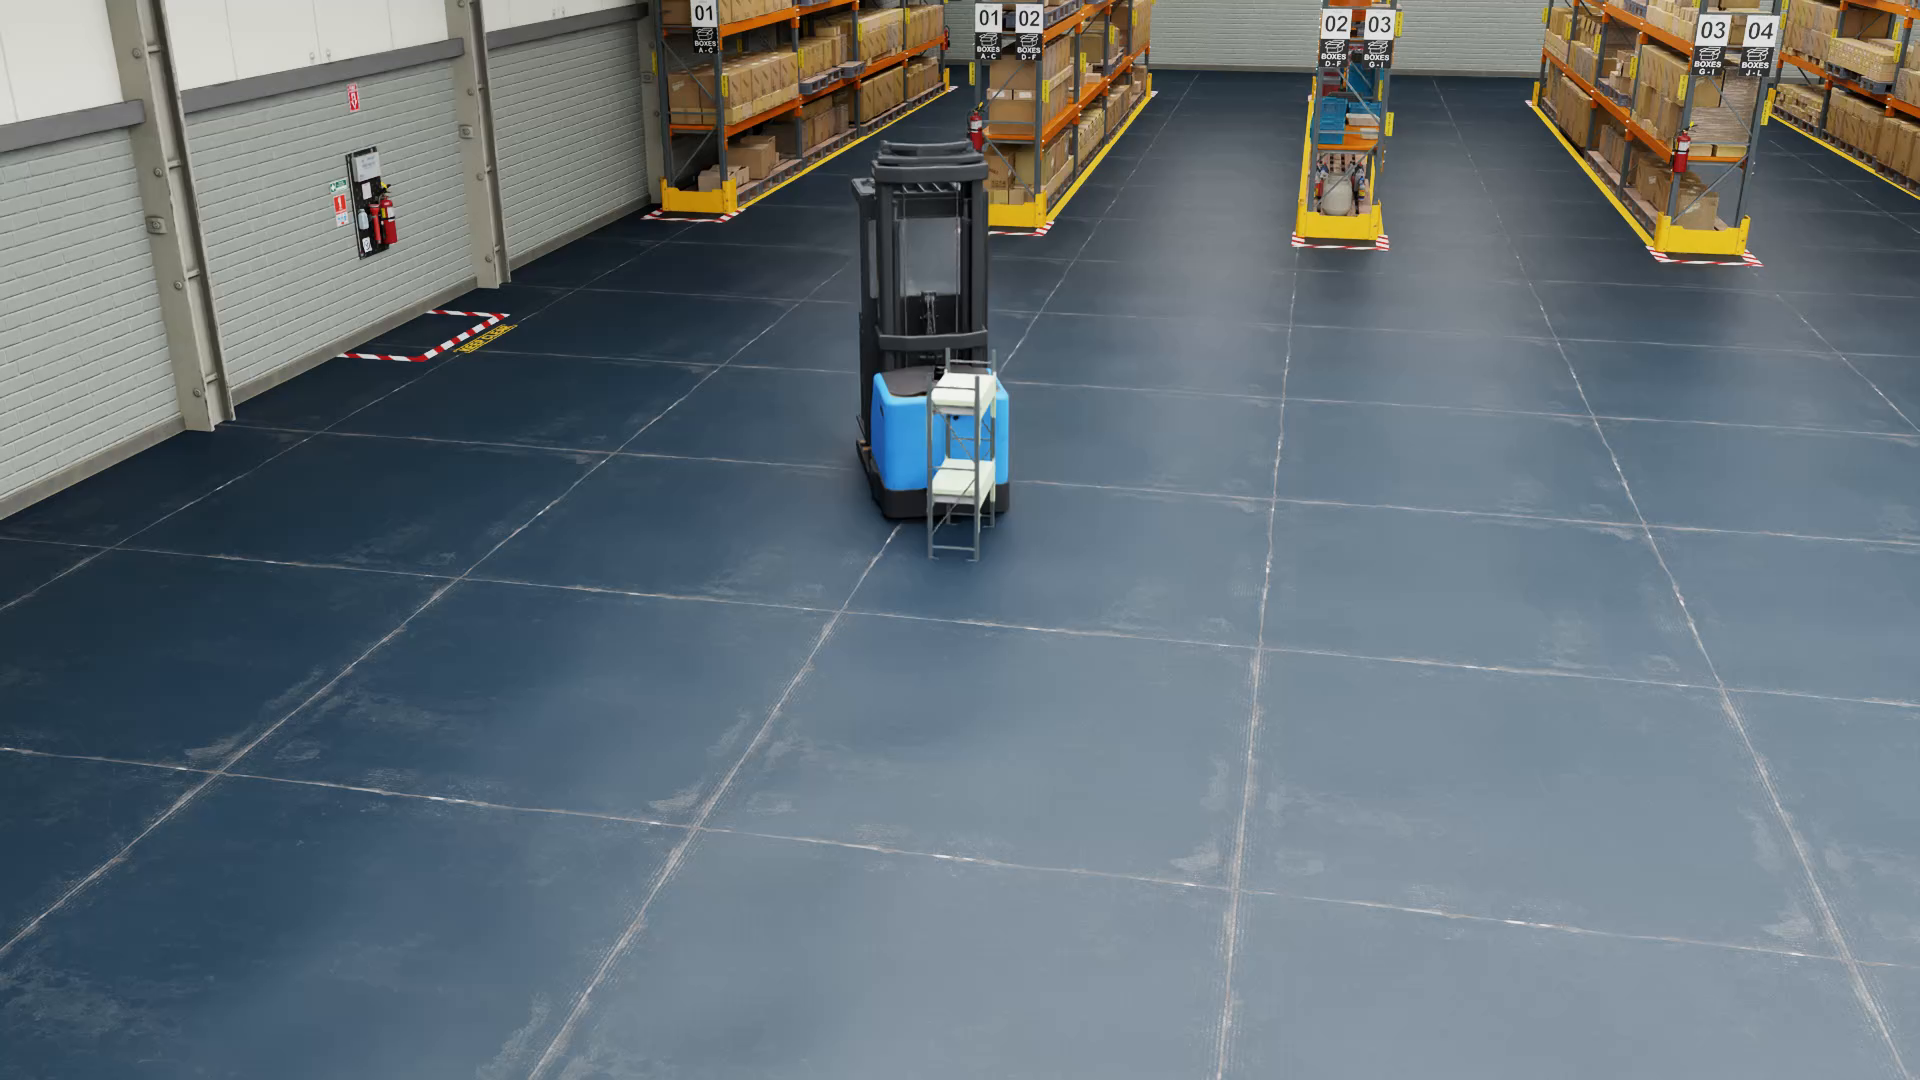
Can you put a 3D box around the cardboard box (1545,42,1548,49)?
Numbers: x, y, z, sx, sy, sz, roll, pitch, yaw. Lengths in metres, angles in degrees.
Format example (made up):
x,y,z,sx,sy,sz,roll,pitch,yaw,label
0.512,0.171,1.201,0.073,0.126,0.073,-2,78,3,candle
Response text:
x,y,z,sx,sy,sz,roll,pitch,yaw,label
13.233,-10.987,36.954,0.380,0.149,0.250,4,22,10,cardboard box

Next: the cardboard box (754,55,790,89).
x,y,z,sx,sy,sz,roll,pitch,yaw,label
-3.206,-7.954,28.258,0.500,0.500,0.500,4,22,11,cardboard box

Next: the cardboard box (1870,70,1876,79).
x,y,z,sx,sy,sz,roll,pitch,yaw,label
16.585,-8.345,29.834,0.380,0.149,0.250,4,22,11,cardboard box

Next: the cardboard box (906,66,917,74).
x,y,z,sx,sy,sz,roll,pitch,yaw,label
-1.182,-10.685,37.784,0.380,0.149,0.250,5,23,13,cardboard box

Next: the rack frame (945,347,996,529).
x,y,z,sx,sy,sz,roll,pitch,yaw,label
0.084,-0.806,13.347,0.400,1.500,0.023,4,22,10,rack frame

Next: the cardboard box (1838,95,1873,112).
x,y,z,sx,sy,sz,roll,pitch,yaw,label
17.183,-8.362,31.881,0.500,0.250,0.500,5,22,12,cardboard box

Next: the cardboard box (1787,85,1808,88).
x,y,z,sx,sy,sz,roll,pitch,yaw,label
18.137,-9.759,36.028,0.380,0.149,0.250,5,22,12,cardboard box

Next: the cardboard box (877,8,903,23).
x,y,z,sx,sy,sz,roll,pitch,yaw,label
-1.529,-11.323,35.890,0.500,0.250,0.500,5,22,12,cardboard box

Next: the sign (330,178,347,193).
x,y,z,sx,sy,sz,roll,pitch,yaw,label
-6.807,-3.879,18.212,0.001,0.109,0.331,4,22,11,sign

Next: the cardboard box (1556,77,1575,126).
x,y,z,sx,sy,sz,roll,pitch,yaw,label
12.752,-8.813,33.502,1.225,0.875,0.875,5,22,11,cardboard box

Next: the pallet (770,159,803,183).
x,y,z,sx,sy,sz,roll,pitch,yaw,label
-3.419,-6.504,29.221,1.003,0.211,1.213,4,22,11,pallet

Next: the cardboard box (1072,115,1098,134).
x,y,z,sx,sy,sz,roll,pitch,yaw,label
2.279,-7.727,30.891,0.500,0.311,0.500,4,22,11,cardboard box

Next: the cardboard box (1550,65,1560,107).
x,y,z,sx,sy,sz,roll,pitch,yaw,label
13.442,-9.938,36.296,0.875,0.875,0.875,4,22,11,cardboard box

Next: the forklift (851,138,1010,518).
x,y,z,sx,sy,sz,roll,pitch,yaw,label
-0.343,-2.057,14.537,1.130,2.935,3.031,-4,22,-9,forklift

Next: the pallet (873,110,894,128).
x,y,z,sx,sy,sz,roll,pitch,yaw,label
-2.014,-8.943,35.276,1.003,0.211,1.213,4,22,11,pallet

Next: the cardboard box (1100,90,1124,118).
x,y,z,sx,sy,sz,roll,pitch,yaw,label
3.134,-9.074,34.626,0.500,0.500,0.500,5,22,12,cardboard box

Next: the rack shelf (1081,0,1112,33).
x,y,z,sx,sy,sz,roll,pitch,yaw,label
1.942,-9.459,29.772,1.077,0.370,4.000,4,22,11,rack shelf

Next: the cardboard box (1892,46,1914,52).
x,y,z,sx,sy,sz,roll,pitch,yaw,label
17.487,-9.041,30.765,0.380,0.149,0.250,4,22,10,cardboard box

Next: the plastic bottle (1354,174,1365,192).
x,y,z,sx,sy,sz,roll,pitch,yaw,label
6.391,-5.726,26.614,0.152,0.276,0.135,5,22,12,plastic bottle

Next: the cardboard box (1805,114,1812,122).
x,y,z,sx,sy,sz,roll,pitch,yaw,label
17.571,-8.656,34.085,0.380,0.149,0.250,4,22,9,cardboard box

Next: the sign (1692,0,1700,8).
x,y,z,sx,sy,sz,roll,pitch,yaw,label
9.876,-7.302,22.269,0.100,0.325,0.005,4,22,11,sign

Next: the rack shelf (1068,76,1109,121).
x,y,z,sx,sy,sz,roll,pitch,yaw,label
1.942,-8.067,30.333,1.077,0.370,4.000,4,22,11,rack shelf

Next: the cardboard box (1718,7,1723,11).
x,y,z,sx,sy,sz,roll,pitch,yaw,label
10.996,-7.513,23.645,0.380,0.149,0.250,3,22,8,cardboard box

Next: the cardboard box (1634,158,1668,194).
x,y,z,sx,sy,sz,roll,pitch,yaw,label
11.110,-5.805,26.536,0.500,0.500,0.500,4,22,9,cardboard box

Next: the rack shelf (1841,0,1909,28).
x,y,z,sx,sy,sz,roll,pitch,yaw,label
17.290,-9.750,30.495,1.077,0.370,4.000,4,22,11,rack shelf

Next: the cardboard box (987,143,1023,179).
x,y,z,sx,sy,sz,roll,pitch,yaw,label
0.725,-6.060,26.499,0.500,0.500,0.500,4,22,11,cardboard box

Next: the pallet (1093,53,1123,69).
x,y,z,sx,sy,sz,roll,pitch,yaw,label
2.742,-9.755,33.817,1.003,0.211,1.213,4,22,11,pallet

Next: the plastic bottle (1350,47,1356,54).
x,y,z,sx,sy,sz,roll,pitch,yaw,label
8.006,-9.843,33.846,0.144,0.351,0.185,4,22,11,plastic bottle

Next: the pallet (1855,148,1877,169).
x,y,z,sx,sy,sz,roll,pitch,yaw,label
17.043,-6.953,30.336,1.003,0.211,1.213,4,22,11,pallet

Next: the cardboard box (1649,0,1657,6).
x,y,z,sx,sy,sz,roll,pitch,yaw,label
10.863,-8.325,25.660,0.380,0.149,0.250,4,22,9,cardboard box

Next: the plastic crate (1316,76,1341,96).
x,y,z,sx,sy,sz,roll,pitch,yaw,label
6.182,-7.521,27.927,0.402,0.464,0.583,4,22,11,plastic crate

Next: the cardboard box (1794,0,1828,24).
x,y,z,sx,sy,sz,roll,pitch,yaw,label
18.066,-11.206,35.292,0.500,0.500,0.500,5,22,12,cardboard box

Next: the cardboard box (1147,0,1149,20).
x,y,z,sx,sy,sz,roll,pitch,yaw,label
4.059,-12.200,38.158,0.500,0.500,0.500,5,22,12,cardboard box

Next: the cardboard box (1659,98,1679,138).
x,y,z,sx,sy,sz,roll,pitch,yaw,label
10.538,-6.026,23.768,0.875,0.500,0.500,4,22,11,cardboard box

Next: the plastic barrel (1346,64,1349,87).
x,y,z,sx,sy,sz,roll,pitch,yaw,label
7.030,-8.113,29.302,0.433,0.535,0.433,0,22,0,plastic barrel

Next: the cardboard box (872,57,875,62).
x,y,z,sx,sy,sz,roll,pitch,yaw,label
-1.971,-9.977,34.421,0.380,0.149,0.250,5,22,12,cardboard box

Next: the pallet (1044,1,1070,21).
x,y,z,sx,sy,sz,roll,pitch,yaw,label
1.134,-8.261,25.954,1.003,0.211,1.213,4,22,11,pallet

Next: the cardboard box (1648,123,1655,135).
x,y,z,sx,sy,sz,roll,pitch,yaw,label
10.600,-6.191,25.048,0.380,0.149,0.250,4,22,11,cardboard box

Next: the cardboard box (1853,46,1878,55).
x,y,z,sx,sy,sz,roll,pitch,yaw,label
16.853,-9.097,30.904,0.380,0.149,0.250,5,23,13,cardboard box

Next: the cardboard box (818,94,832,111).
x,y,z,sx,sy,sz,roll,pitch,yaw,label
-2.774,-8.430,32.024,0.500,0.250,0.500,5,22,12,cardboard box

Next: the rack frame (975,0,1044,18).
x,y,z,sx,sy,sz,roll,pitch,yaw,label
0.718,-8.990,23.629,1.000,3.000,0.127,4,22,11,rack frame

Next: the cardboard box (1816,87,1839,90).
x,y,z,sx,sy,sz,roll,pitch,yaw,label
18.619,-9.630,35.708,0.380,0.149,0.250,4,22,10,cardboard box

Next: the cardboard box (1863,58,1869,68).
x,y,z,sx,sy,sz,roll,pitch,yaw,label
16.693,-8.678,30.262,0.380,0.149,0.250,5,22,11,cardboard box

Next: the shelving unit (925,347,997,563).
x,y,z,sx,sy,sz,roll,pitch,yaw,label
0.016,-0.671,13.013,0.431,1.500,0.755,4,22,10,shelving unit

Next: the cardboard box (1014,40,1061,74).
x,y,z,sx,sy,sz,roll,pitch,yaw,label
1.245,-7.787,26.803,0.700,0.500,0.500,4,22,11,cardboard box

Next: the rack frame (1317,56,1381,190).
x,y,z,sx,sy,sz,roll,pitch,yaw,label
6.382,-7.291,27.441,1.000,3.000,0.127,4,22,11,rack frame

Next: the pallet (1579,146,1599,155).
x,y,z,sx,sy,sz,roll,pitch,yaw,label
12.282,-7.365,31.358,1.003,0.211,1.213,4,22,11,pallet

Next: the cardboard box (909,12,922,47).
x,y,z,sx,sy,sz,roll,pitch,yaw,label
-1.403,-11.574,37.676,0.980,0.700,0.700,4,22,10,cardboard box

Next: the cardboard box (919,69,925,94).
x,y,z,sx,sy,sz,roll,pitch,yaw,label
-1.218,-10.644,38.550,0.700,0.500,0.500,5,22,12,cardboard box

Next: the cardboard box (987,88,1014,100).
x,y,z,sx,sy,sz,roll,pitch,yaw,label
0.609,-6.708,24.993,0.380,0.149,0.250,4,22,10,cardboard box

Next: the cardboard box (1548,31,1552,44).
x,y,z,sx,sy,sz,roll,pitch,yaw,label
13.218,-11.025,36.515,0.500,0.250,0.500,4,22,10,cardboard box

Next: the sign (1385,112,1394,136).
x,y,z,sx,sy,sz,roll,pitch,yaw,label
6.104,-5.913,23.649,0.100,0.325,0.005,4,22,11,sign

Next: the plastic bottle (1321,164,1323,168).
x,y,z,sx,sy,sz,roll,pitch,yaw,label
5.953,-6.023,27.341,0.061,0.283,0.133,4,22,11,plastic bottle

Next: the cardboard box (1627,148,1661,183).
x,y,z,sx,sy,sz,roll,pitch,yaw,label
11.377,-6.181,27.442,0.700,0.500,0.500,3,22,7,cardboard box

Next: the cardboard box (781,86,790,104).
x,y,z,sx,sy,sz,roll,pitch,yaw,label
-3.226,-7.608,28.402,0.500,0.250,0.500,5,22,11,cardboard box
